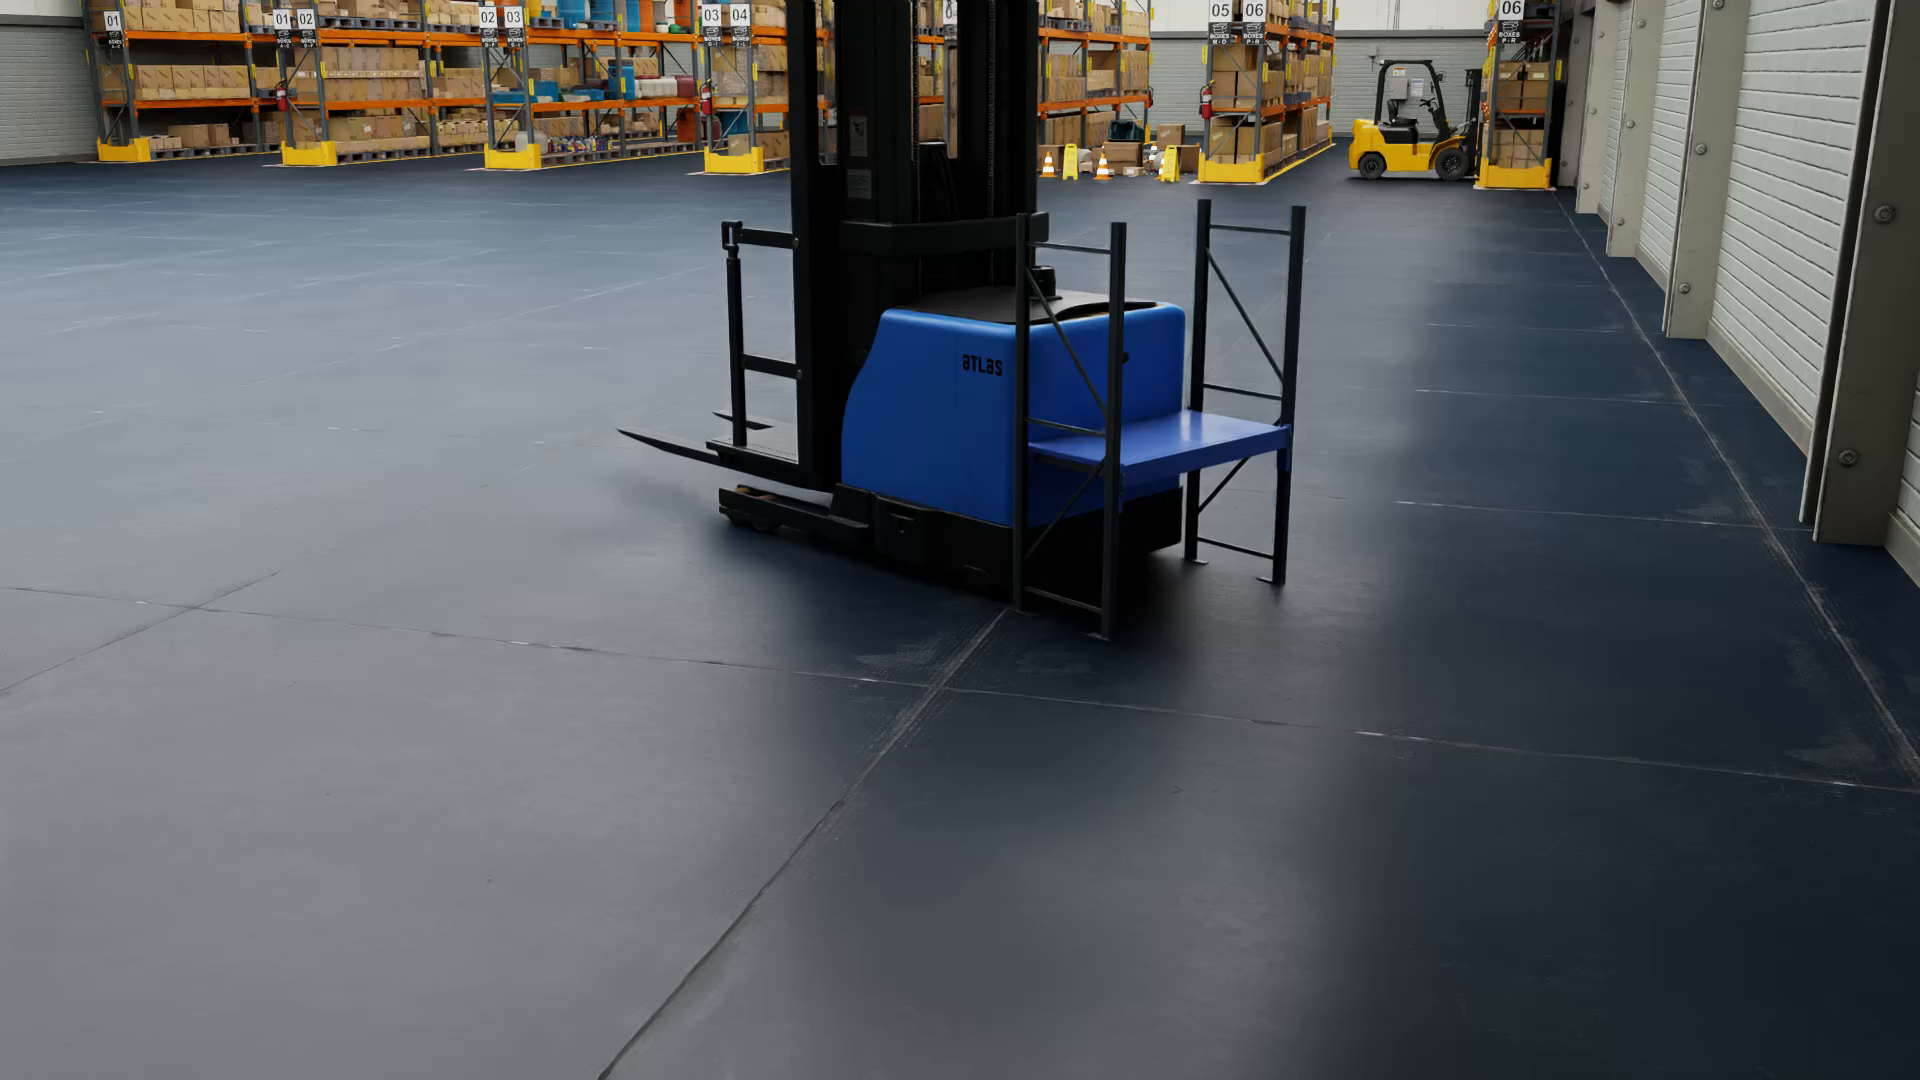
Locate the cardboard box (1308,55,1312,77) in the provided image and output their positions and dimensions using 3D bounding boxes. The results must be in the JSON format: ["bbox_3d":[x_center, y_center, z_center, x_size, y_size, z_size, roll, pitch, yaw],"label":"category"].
[{"bbox_3d":[7.900,-11.023,38.681,0.500,0.500,0.500,5,17,17],"label":"cardboard box"}]

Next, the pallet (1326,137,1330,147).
[{"bbox_3d":[9.354,-10.656,44.511,1.003,0.211,1.213,5,16,16],"label":"pallet"}]

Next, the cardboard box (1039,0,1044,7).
[{"bbox_3d":[1.427,-11.046,34.056,0.500,0.250,0.500,4,16,15],"label":"cardboard box"}]

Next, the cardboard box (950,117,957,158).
[{"bbox_3d":[0.313,-7.746,32.267,0.875,0.875,0.875,5,17,16],"label":"cardboard box"}]

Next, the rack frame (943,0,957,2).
[{"bbox_3d":[0.184,-11.270,30.573,1.000,3.000,0.127,5,16,16],"label":"rack frame"}]

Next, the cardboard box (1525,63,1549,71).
[{"bbox_3d":[10.019,-8.217,28.886,0.380,0.149,0.250,4,16,15],"label":"cardboard box"}]

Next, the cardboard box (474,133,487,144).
[{"bbox_3d":[-12.114,-9.979,41.283,0.500,0.250,0.500,5,17,17],"label":"cardboard box"}]

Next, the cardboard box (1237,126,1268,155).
[{"bbox_3d":[5.459,-7.462,31.037,0.500,0.500,0.500,4,16,14],"label":"cardboard box"}]

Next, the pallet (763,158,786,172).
[{"bbox_3d":[-4.256,-7.683,34.031,1.003,0.211,1.213,5,16,16],"label":"pallet"}]

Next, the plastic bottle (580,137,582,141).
[{"bbox_3d":[-8.665,-9.075,38.022,0.097,0.271,0.097,0,16,0],"label":"plastic bottle"}]

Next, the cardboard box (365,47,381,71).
[{"bbox_3d":[-13.451,-10.773,37.251,0.700,0.500,0.500,5,16,16],"label":"cardboard box"}]

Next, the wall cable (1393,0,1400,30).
[{"bbox_3d":[14.233,-16.342,48.385,2.988,3.039,0.133,5,16,16],"label":"wall cable"}]

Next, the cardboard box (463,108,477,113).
[{"bbox_3d":[-14.648,-12.798,49.576,0.380,0.149,0.250,4,16,14],"label":"cardboard box"}]

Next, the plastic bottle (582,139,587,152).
[{"bbox_3d":[-8.294,-8.697,36.689,0.097,0.271,0.097,0,16,0],"label":"plastic bottle"}]

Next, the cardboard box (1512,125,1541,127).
[{"bbox_3d":[10.772,-7.772,31.670,0.500,0.250,0.500,4,16,15],"label":"cardboard box"}]

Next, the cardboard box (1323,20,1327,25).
[{"bbox_3d":[9.422,-13.544,43.595,0.380,0.149,0.250,3,16,12],"label":"cardboard box"}]

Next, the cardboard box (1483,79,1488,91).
[{"bbox_3d":[11.982,-10.167,37.181,0.500,0.250,0.500,4,16,13],"label":"cardboard box"}]

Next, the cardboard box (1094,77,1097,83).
[{"bbox_3d":[3.078,-11.085,40.058,0.380,0.149,0.250,5,16,16],"label":"cardboard box"}]

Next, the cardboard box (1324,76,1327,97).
[{"bbox_3d":[9.194,-11.712,42.943,0.500,0.500,0.500,5,17,18],"label":"cardboard box"}]

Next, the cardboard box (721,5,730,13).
[{"bbox_3d":[-4.763,-10.455,32.739,0.380,0.149,0.250,5,16,16],"label":"cardboard box"}]

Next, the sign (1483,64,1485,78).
[{"bbox_3d":[12.607,-11.239,39.869,0.100,0.325,0.005,5,16,16],"label":"sign"}]

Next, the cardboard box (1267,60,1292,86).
[{"bbox_3d":[6.504,-9.567,34.063,0.500,0.500,0.500,5,17,17],"label":"cardboard box"}]

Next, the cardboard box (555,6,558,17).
[{"bbox_3d":[-11.011,-14.142,45.060,0.600,0.600,0.600,4,16,15],"label":"cardboard box"}]

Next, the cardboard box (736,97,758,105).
[{"bbox_3d":[-4.233,-8.730,33.072,0.380,0.149,0.250,5,16,16],"label":"cardboard box"}]

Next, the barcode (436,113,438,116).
[{"bbox_3d":[-12.431,-10.116,39.513,0.001,0.075,0.075,5,16,16],"label":"barcode"}]

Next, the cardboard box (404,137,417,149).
[{"bbox_3d":[-12.976,-9.222,38.614,0.500,0.250,0.500,5,16,16],"label":"cardboard box"}]

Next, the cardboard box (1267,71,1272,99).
[{"bbox_3d":[5.503,-8.456,30.917,0.500,0.500,0.500,5,17,18],"label":"cardboard box"}]

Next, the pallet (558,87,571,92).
[{"bbox_3d":[-11.218,-12.074,44.753,1.003,0.211,1.213,5,16,16],"label":"pallet"}]

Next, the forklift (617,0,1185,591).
[{"bbox_3d":[-0.456,-1.535,7.372,1.130,2.935,3.031,-15,22,-43],"label":"forklift"}]

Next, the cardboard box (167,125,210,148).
[{"bbox_3d":[-18.089,-9.468,38.987,0.700,0.500,0.500,4,16,12],"label":"cardboard box"}]

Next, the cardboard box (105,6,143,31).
[{"bbox_3d":[-18.455,-11.516,36.718,0.500,0.500,0.500,5,17,17],"label":"cardboard box"}]

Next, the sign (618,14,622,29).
[{"bbox_3d":[-7.630,-11.628,37.313,0.100,0.325,0.005,5,16,16],"label":"sign"}]

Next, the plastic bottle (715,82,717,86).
[{"bbox_3d":[-6.326,-11.718,43.234,0.144,0.351,0.185,5,16,16],"label":"plastic bottle"}]

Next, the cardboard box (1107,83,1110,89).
[{"bbox_3d":[3.525,-11.352,41.547,0.380,0.149,0.250,5,16,16],"label":"cardboard box"}]

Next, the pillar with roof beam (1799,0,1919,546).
[{"bbox_3d":[-0.167,-4.696,7.394,9.100,9.000,0.400,5,16,16],"label":"pillar with roof beam"}]

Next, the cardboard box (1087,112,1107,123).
[{"bbox_3d":[3.330,-10.396,40.923,0.500,0.250,0.500,4,16,13],"label":"cardboard box"}]

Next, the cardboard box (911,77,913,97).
[{"bbox_3d":[-1.440,-11.442,41.990,0.500,0.500,0.500,5,16,16],"label":"cardboard box"}]

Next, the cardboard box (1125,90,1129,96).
[{"bbox_3d":[4.233,-11.730,43.649,0.380,0.149,0.250,5,17,17],"label":"cardboard box"}]

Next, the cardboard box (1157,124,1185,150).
[{"bbox_3d":[4.380,-8.365,34.517,0.500,0.500,0.500,5,16,16],"label":"cardboard box"}]

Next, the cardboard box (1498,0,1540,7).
[{"bbox_3d":[9.998,-9.779,29.676,0.700,0.500,0.500,5,17,16],"label":"cardboard box"}]

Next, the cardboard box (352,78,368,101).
[{"bbox_3d":[-13.603,-10.001,36.908,0.700,0.500,0.500,5,17,16],"label":"cardboard box"}]

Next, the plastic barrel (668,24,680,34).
[{"bbox_3d":[-7.039,-12.572,40.944,0.294,0.245,0.294,0,16,0],"label":"plastic barrel"}]

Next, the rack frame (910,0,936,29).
[{"bbox_3d":[-1.132,-14.821,43.090,1.000,3.000,0.127,5,16,16],"label":"rack frame"}]

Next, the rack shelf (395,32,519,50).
[{"bbox_3d":[-12.334,-12.231,40.775,1.077,0.370,4.000,5,16,16],"label":"rack shelf"}]

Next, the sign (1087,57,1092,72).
[{"bbox_3d":[2.991,-10.992,38.464,0.100,0.325,0.005,5,16,16],"label":"sign"}]

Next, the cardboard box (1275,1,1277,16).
[{"bbox_3d":[5.633,-9.920,31.038,0.500,0.250,0.500,5,17,18],"label":"cardboard box"}]

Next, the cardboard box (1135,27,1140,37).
[{"bbox_3d":[4.431,-13.398,43.846,0.500,0.250,0.500,5,17,18],"label":"cardboard box"}]

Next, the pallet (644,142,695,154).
[{"bbox_3d":[-7.275,-9.731,41.250,1.003,0.211,1.213,5,16,16],"label":"pallet"}]

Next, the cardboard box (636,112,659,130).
[{"bbox_3d":[-9.411,-12.598,50.023,0.500,0.500,0.500,5,16,16],"label":"cardboard box"}]

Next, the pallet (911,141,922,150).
[{"bbox_3d":[-1.624,-10.065,42.428,1.003,0.211,1.213,5,16,16],"label":"pallet"}]

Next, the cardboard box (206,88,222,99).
[{"bbox_3d":[-17.775,-10.522,39.165,0.500,0.250,0.500,5,16,16],"label":"cardboard box"}]

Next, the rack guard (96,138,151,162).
[{"bbox_3d":[-18.768,-8.765,37.314,1.175,0.500,0.348,5,16,16],"label":"rack guard"}]

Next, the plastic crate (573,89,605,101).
[{"bbox_3d":[-8.209,-9.844,36.809,0.499,0.251,0.616,5,16,16],"label":"plastic crate"}]

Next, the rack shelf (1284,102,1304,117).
[{"bbox_3d":[6.664,-9.250,35.764,1.077,0.370,4.000,5,16,16],"label":"rack shelf"}]

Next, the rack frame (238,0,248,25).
[{"bbox_3d":[-17.653,-13.880,39.774,1.000,3.000,0.127,5,16,16],"label":"rack frame"}]

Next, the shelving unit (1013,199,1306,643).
[{"bbox_3d":[0.755,-0.495,6.326,1.048,1.500,0.538,-14,21,-41],"label":"shelving unit"}]
